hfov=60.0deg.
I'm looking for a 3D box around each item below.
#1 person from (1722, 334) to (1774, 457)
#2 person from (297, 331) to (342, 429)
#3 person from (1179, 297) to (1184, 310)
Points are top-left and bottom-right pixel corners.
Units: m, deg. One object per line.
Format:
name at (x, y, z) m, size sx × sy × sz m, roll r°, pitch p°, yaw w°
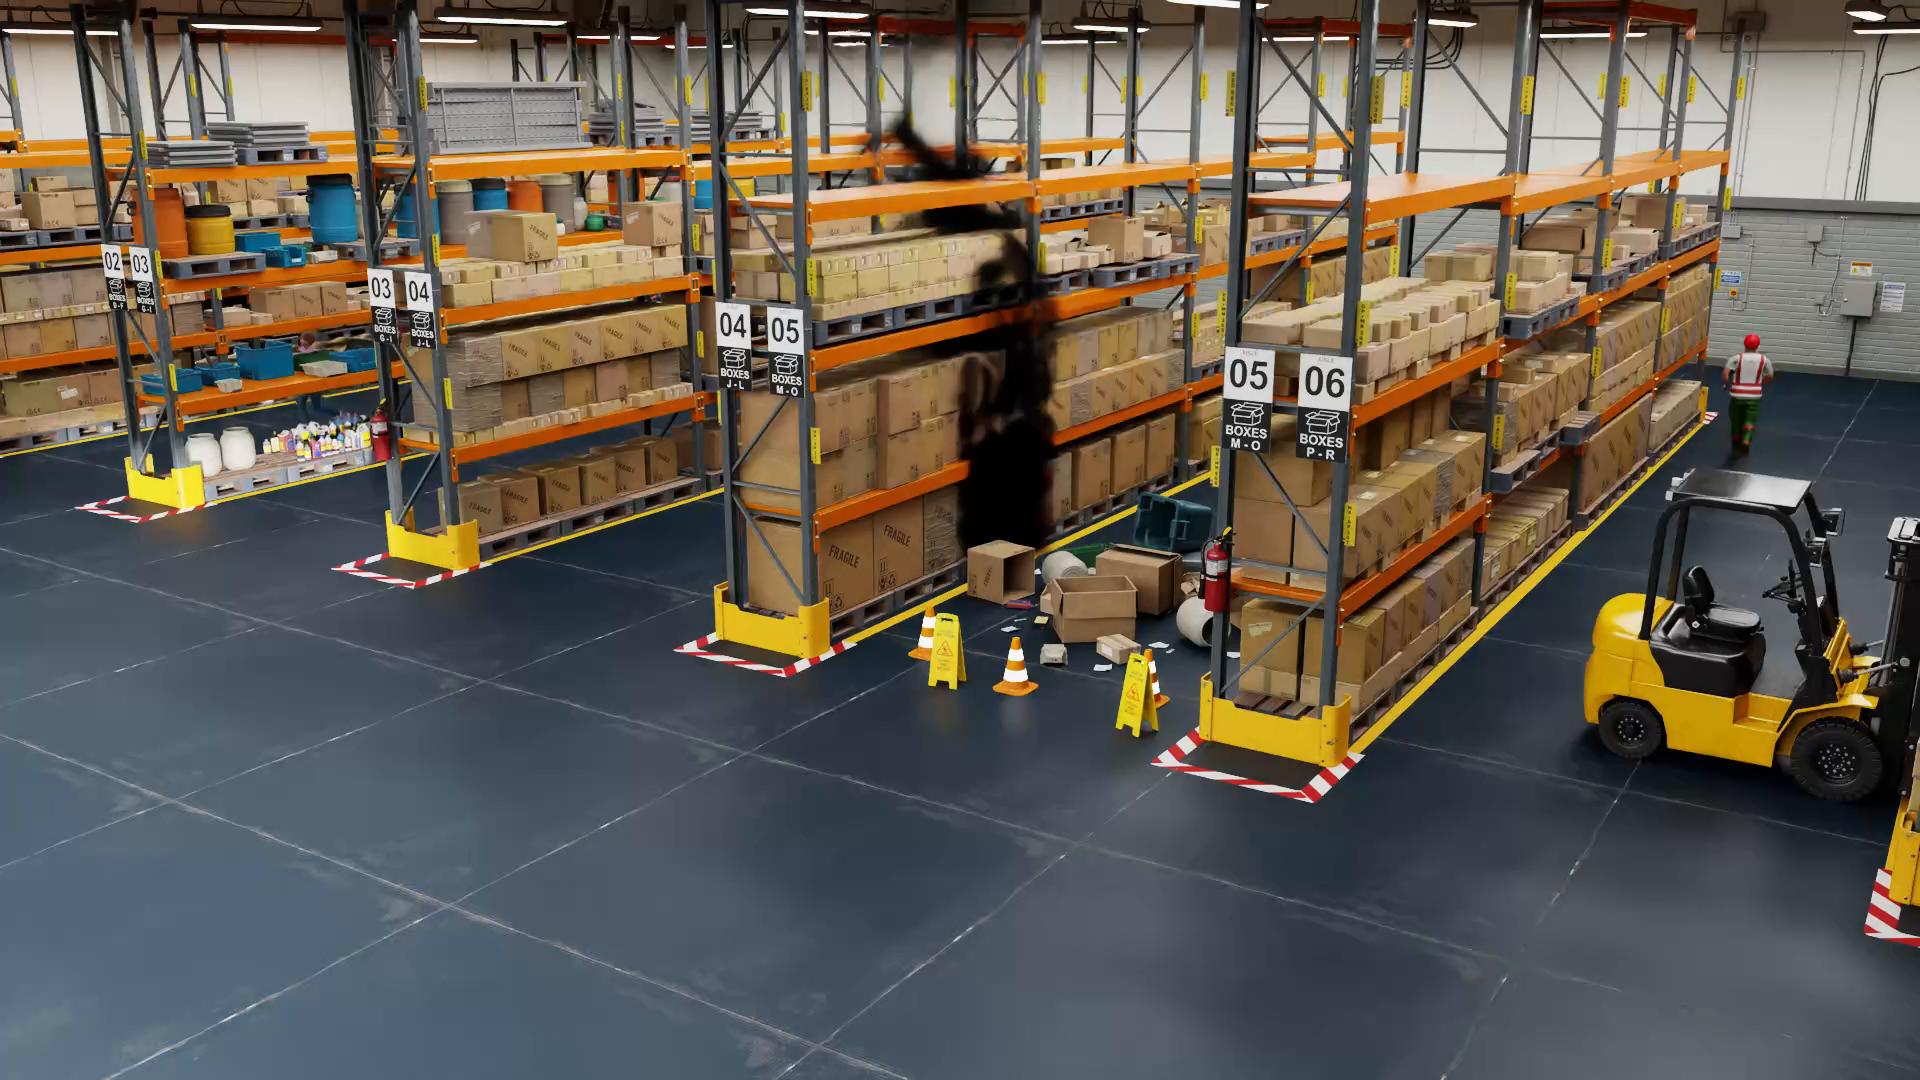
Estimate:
person at (10.822, -1.968, 22.934) m, size 0.658 × 1.768 × 0.971 m, roll 6°, pitch 17°, yaw 22°
person at (-9.569, -2.305, 24.546) m, size 0.547 × 1.569 × 0.823 m, roll 9°, pitch 18°, yaw 29°
person at (3.630, -3.061, 26.894) m, size 0.717 × 1.757 × 0.878 m, roll 11°, pitch 19°, yaw 35°
